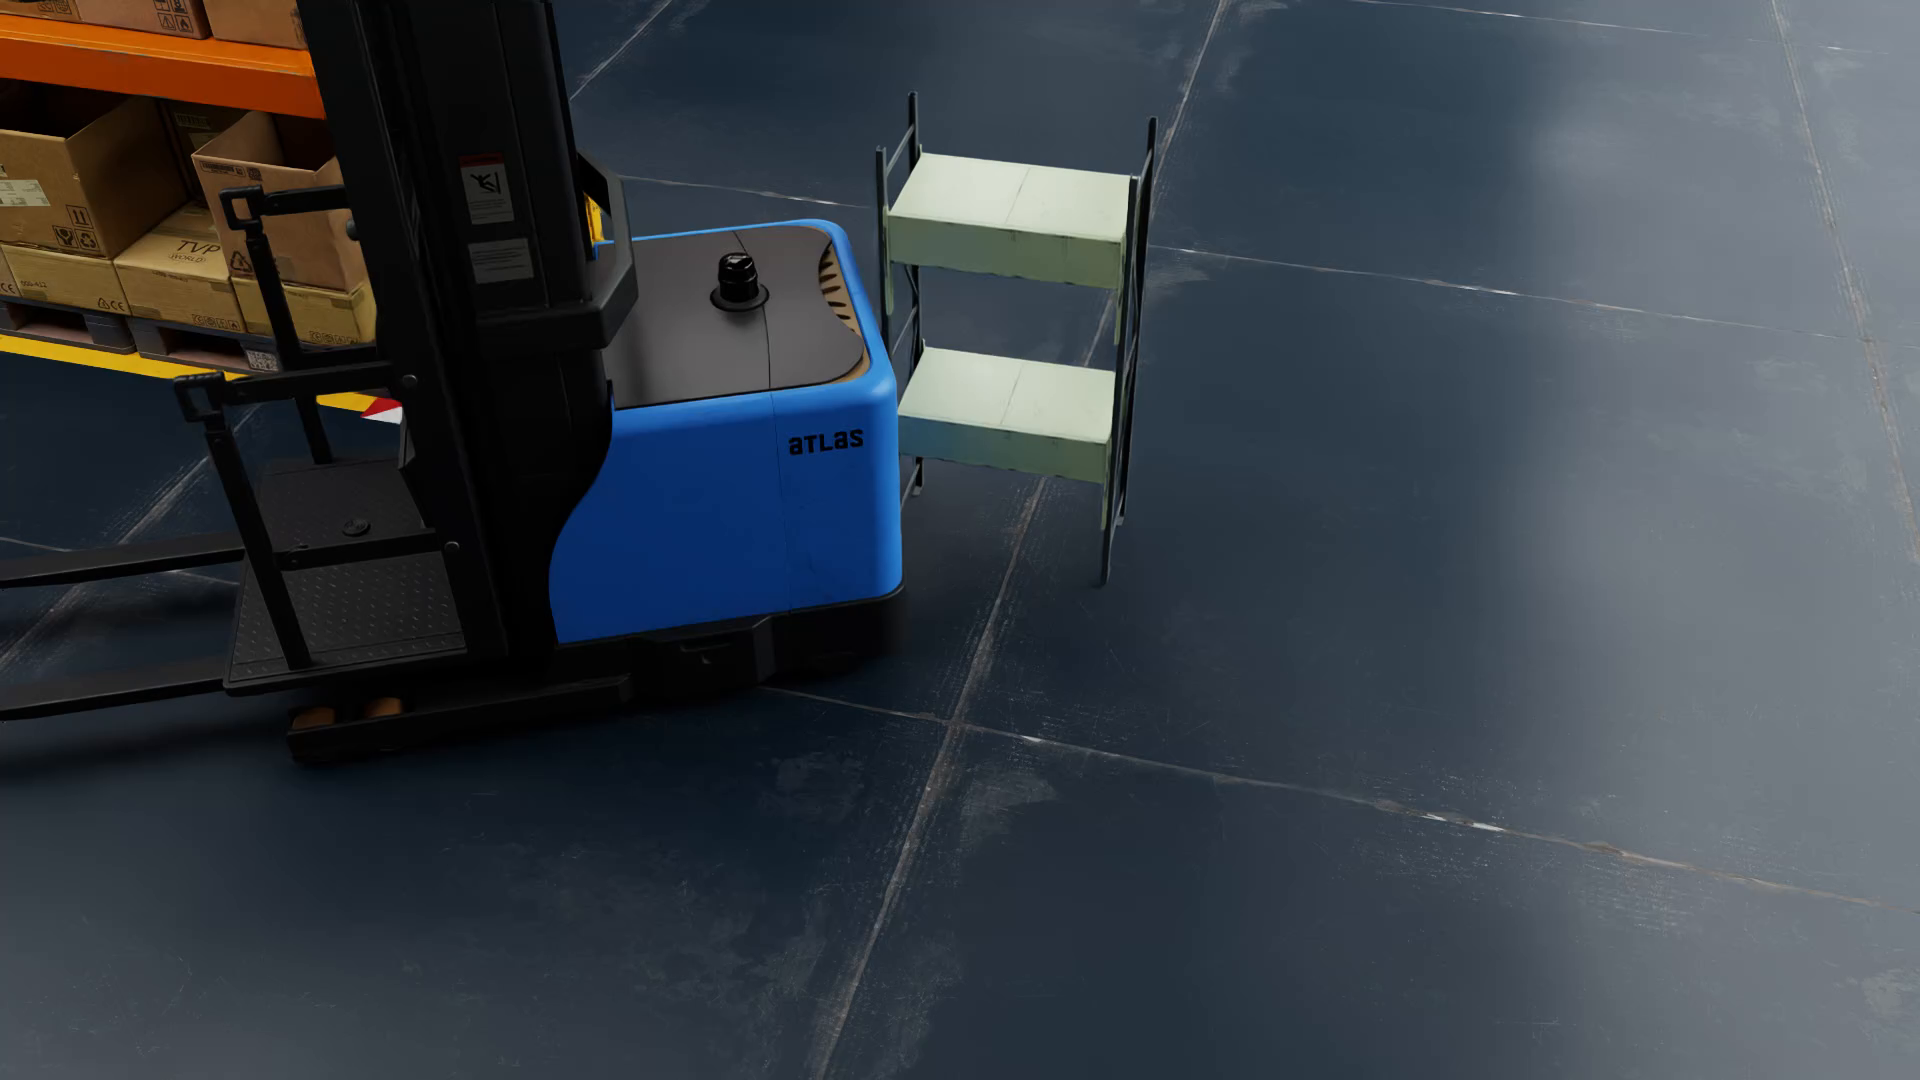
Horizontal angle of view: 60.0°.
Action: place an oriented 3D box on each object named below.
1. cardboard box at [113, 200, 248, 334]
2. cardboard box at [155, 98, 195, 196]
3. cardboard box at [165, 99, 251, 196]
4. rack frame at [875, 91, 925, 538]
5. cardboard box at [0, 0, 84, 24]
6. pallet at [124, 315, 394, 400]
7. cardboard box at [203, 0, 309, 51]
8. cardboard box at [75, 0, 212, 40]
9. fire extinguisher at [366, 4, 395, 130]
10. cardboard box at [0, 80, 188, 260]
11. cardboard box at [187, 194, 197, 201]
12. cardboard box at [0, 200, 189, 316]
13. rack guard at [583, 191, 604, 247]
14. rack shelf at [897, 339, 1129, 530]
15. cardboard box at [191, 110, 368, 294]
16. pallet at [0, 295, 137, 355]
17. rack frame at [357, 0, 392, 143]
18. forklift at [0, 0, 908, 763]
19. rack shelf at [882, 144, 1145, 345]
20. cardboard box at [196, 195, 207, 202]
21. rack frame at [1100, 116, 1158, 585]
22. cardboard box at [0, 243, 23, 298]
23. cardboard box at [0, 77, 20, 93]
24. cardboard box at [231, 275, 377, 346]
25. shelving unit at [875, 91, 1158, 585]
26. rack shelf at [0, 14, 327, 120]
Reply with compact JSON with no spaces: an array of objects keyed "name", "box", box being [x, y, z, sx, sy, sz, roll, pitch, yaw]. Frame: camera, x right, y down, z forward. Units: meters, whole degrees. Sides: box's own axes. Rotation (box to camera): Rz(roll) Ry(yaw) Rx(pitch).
[{"name":"cardboard box","box":[-2.907,-1.075,6.509,0.500,0.250,0.500,10,41,11]},{"name":"cardboard box","box":[-3.256,-1.765,6.748,0.500,0.500,0.500,10,41,11]},{"name":"cardboard box","box":[-2.770,-1.690,6.659,0.500,0.500,0.500,10,41,11]},{"name":"rack frame","box":[-0.185,-0.659,5.369,0.023,1.500,0.400,9,41,10]},{"name":"cardboard box","box":[-3.260,-2.280,6.055,0.500,0.500,0.700,10,41,12]},{"name":"pallet","box":[-2.576,-1.019,6.799,1.213,0.211,1.003,10,41,11]},{"name":"cardboard box","box":[-2.274,-2.110,5.852,0.500,0.500,0.700,10,41,11]},{"name":"cardboard box","box":[-2.782,-2.194,5.952,0.500,0.500,0.700,11,41,13]},{"name":"fire extinguisher","box":[-1.832,-1.648,5.440,0.183,0.674,0.296,10,41,11]},{"name":"cardboard box","box":[-3.391,-1.442,6.364,0.500,0.500,0.500,10,41,11]},{"name":"cardboard box","box":[-3.253,-1.485,6.998,0.500,0.250,0.500,10,41,11]},{"name":"cardboard box","box":[-3.390,-1.157,6.607,0.500,0.250,0.500,10,41,11]},{"name":"rack guard","box":[-1.803,-1.025,6.582,0.348,0.500,1.175,10,41,11]},{"name":"rack shelf","box":[0.171,-0.355,5.513,0.720,0.370,0.431,9,41,10]},{"name":"cardboard box","box":[-2.421,-1.285,6.176,0.500,0.500,0.500,10,41,11]},{"name":"pallet","box":[-3.750,-1.223,7.043,1.213,0.211,1.003,10,41,11]},{"name":"rack frame","box":[-1.826,-1.986,5.782,0.127,3.000,1.000,10,41,11]},{"name":"forklift","box":[-1.737,-0.835,4.465,3.031,2.935,1.130,-8,41,-10]},{"name":"rack shelf","box":[0.171,-0.903,5.053,0.720,0.370,0.431,9,41,10]},{"name":"cardboard box","box":[-2.771,-1.402,6.899,0.500,0.250,0.500,10,41,11]},{"name":"rack frame","box":[0.527,-0.550,5.238,0.023,1.500,0.400,9,41,10]},{"name":"cardboard box","box":[-3.873,-1.241,6.707,0.500,0.250,0.500,10,41,11]},{"name":"cardboard box","box":[-3.874,-1.526,6.463,0.500,0.500,0.500,10,41,11]},{"name":"cardboard box","box":[-2.420,-0.999,6.419,0.500,0.250,0.500,10,41,11]},{"name":"shelving unit","box":[0.171,-0.604,5.304,0.755,1.500,0.431,9,41,10]},{"name":"rack shelf","box":[-3.758,-2.043,6.410,4.000,0.370,1.077,10,41,11]}]
